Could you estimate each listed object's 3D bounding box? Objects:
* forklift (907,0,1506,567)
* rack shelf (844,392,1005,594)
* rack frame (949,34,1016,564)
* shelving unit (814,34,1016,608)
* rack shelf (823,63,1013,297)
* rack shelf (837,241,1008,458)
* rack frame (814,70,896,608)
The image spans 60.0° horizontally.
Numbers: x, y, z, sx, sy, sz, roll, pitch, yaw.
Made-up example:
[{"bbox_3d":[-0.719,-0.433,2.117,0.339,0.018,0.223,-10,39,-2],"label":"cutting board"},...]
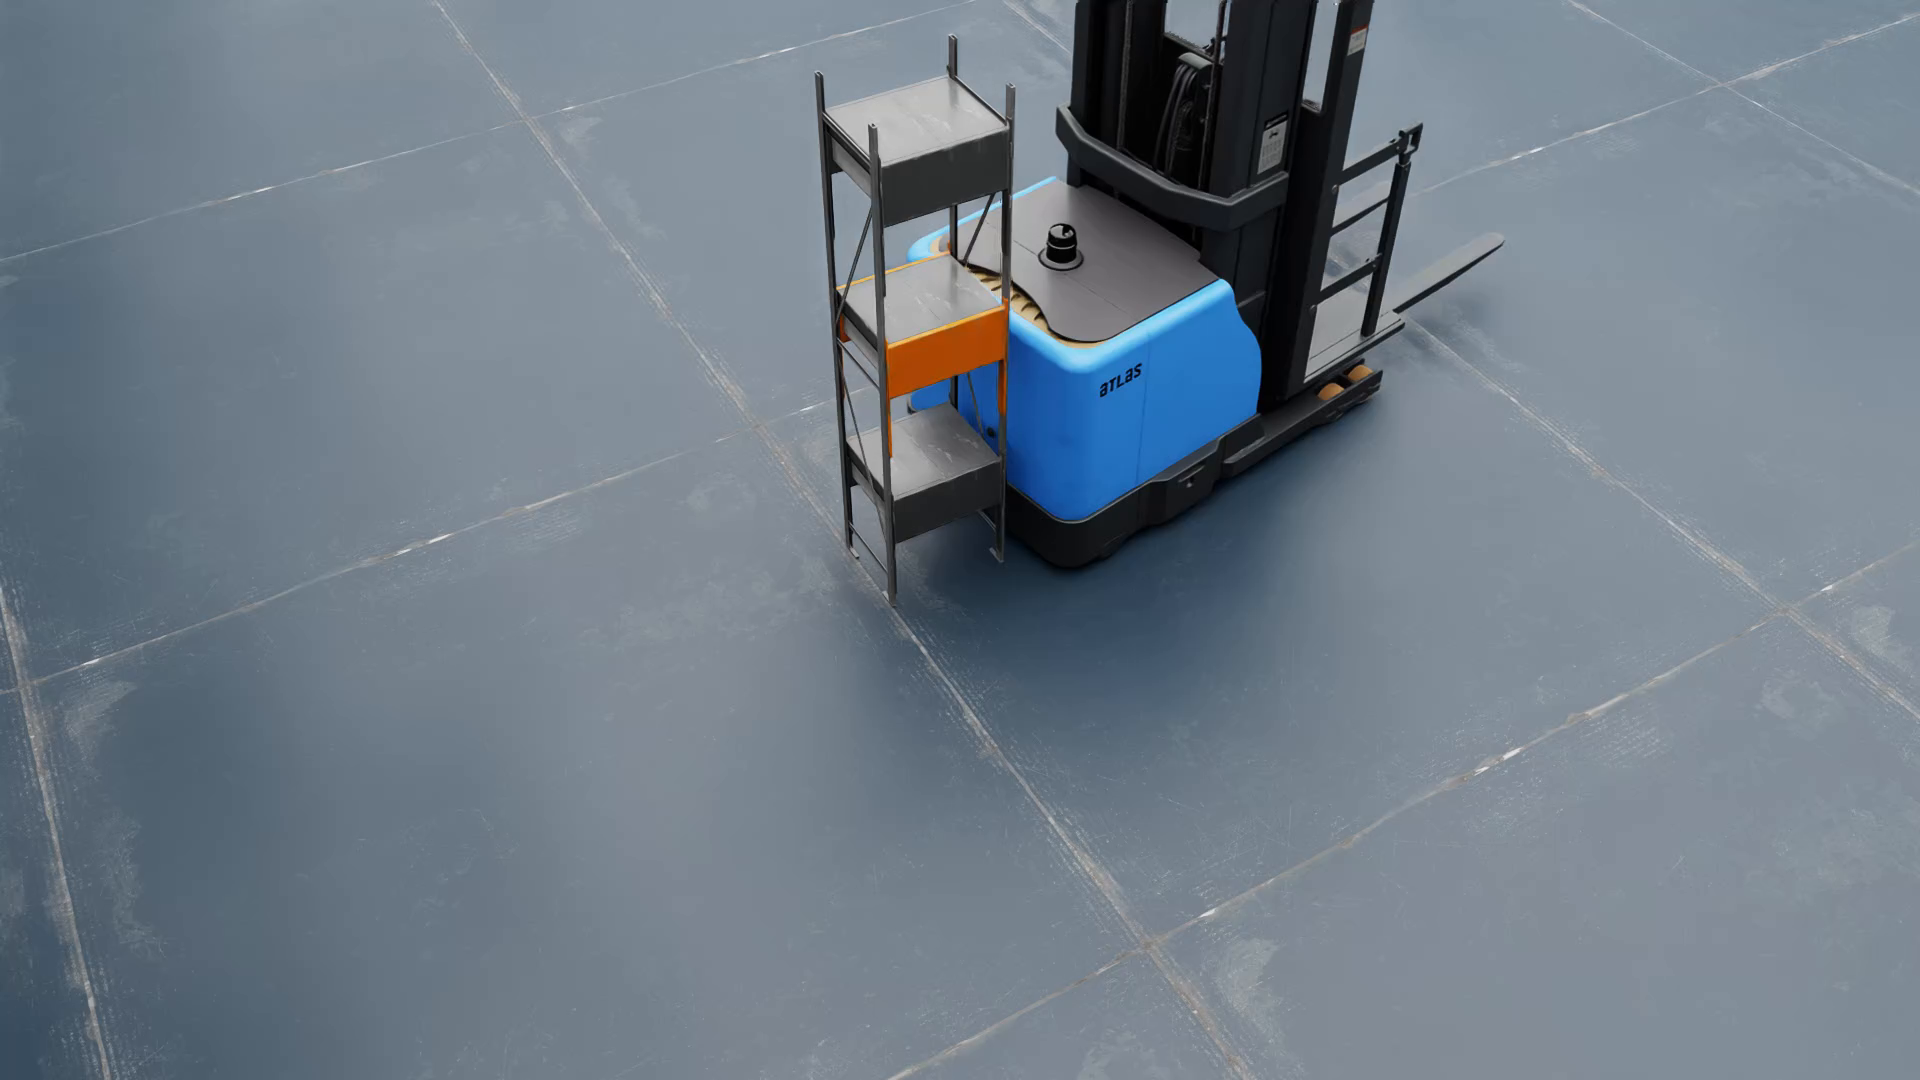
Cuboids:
[{"bbox_3d":[1.230,-1.823,6.524,3.031,2.935,1.130,-31,52,-28],"label":"forklift"},{"bbox_3d":[-0.144,-0.184,6.457,0.480,0.518,0.431,-22,48,-21],"label":"rack shelf"},{"bbox_3d":[0.068,-0.781,6.047,0.015,2.100,0.400,-22,48,-21],"label":"rack frame"},{"bbox_3d":[-0.144,-0.696,5.960,0.503,2.100,0.431,-22,48,-21],"label":"shelving unit"},{"bbox_3d":[-0.144,-1.189,5.482,0.480,0.518,0.431,-22,48,-21],"label":"rack shelf"},{"bbox_3d":[-0.144,-0.686,5.969,0.480,0.518,0.431,-22,48,-21],"label":"rack shelf"},{"bbox_3d":[-0.355,-0.611,5.872,0.015,2.100,0.400,-22,48,-21],"label":"rack frame"}]
